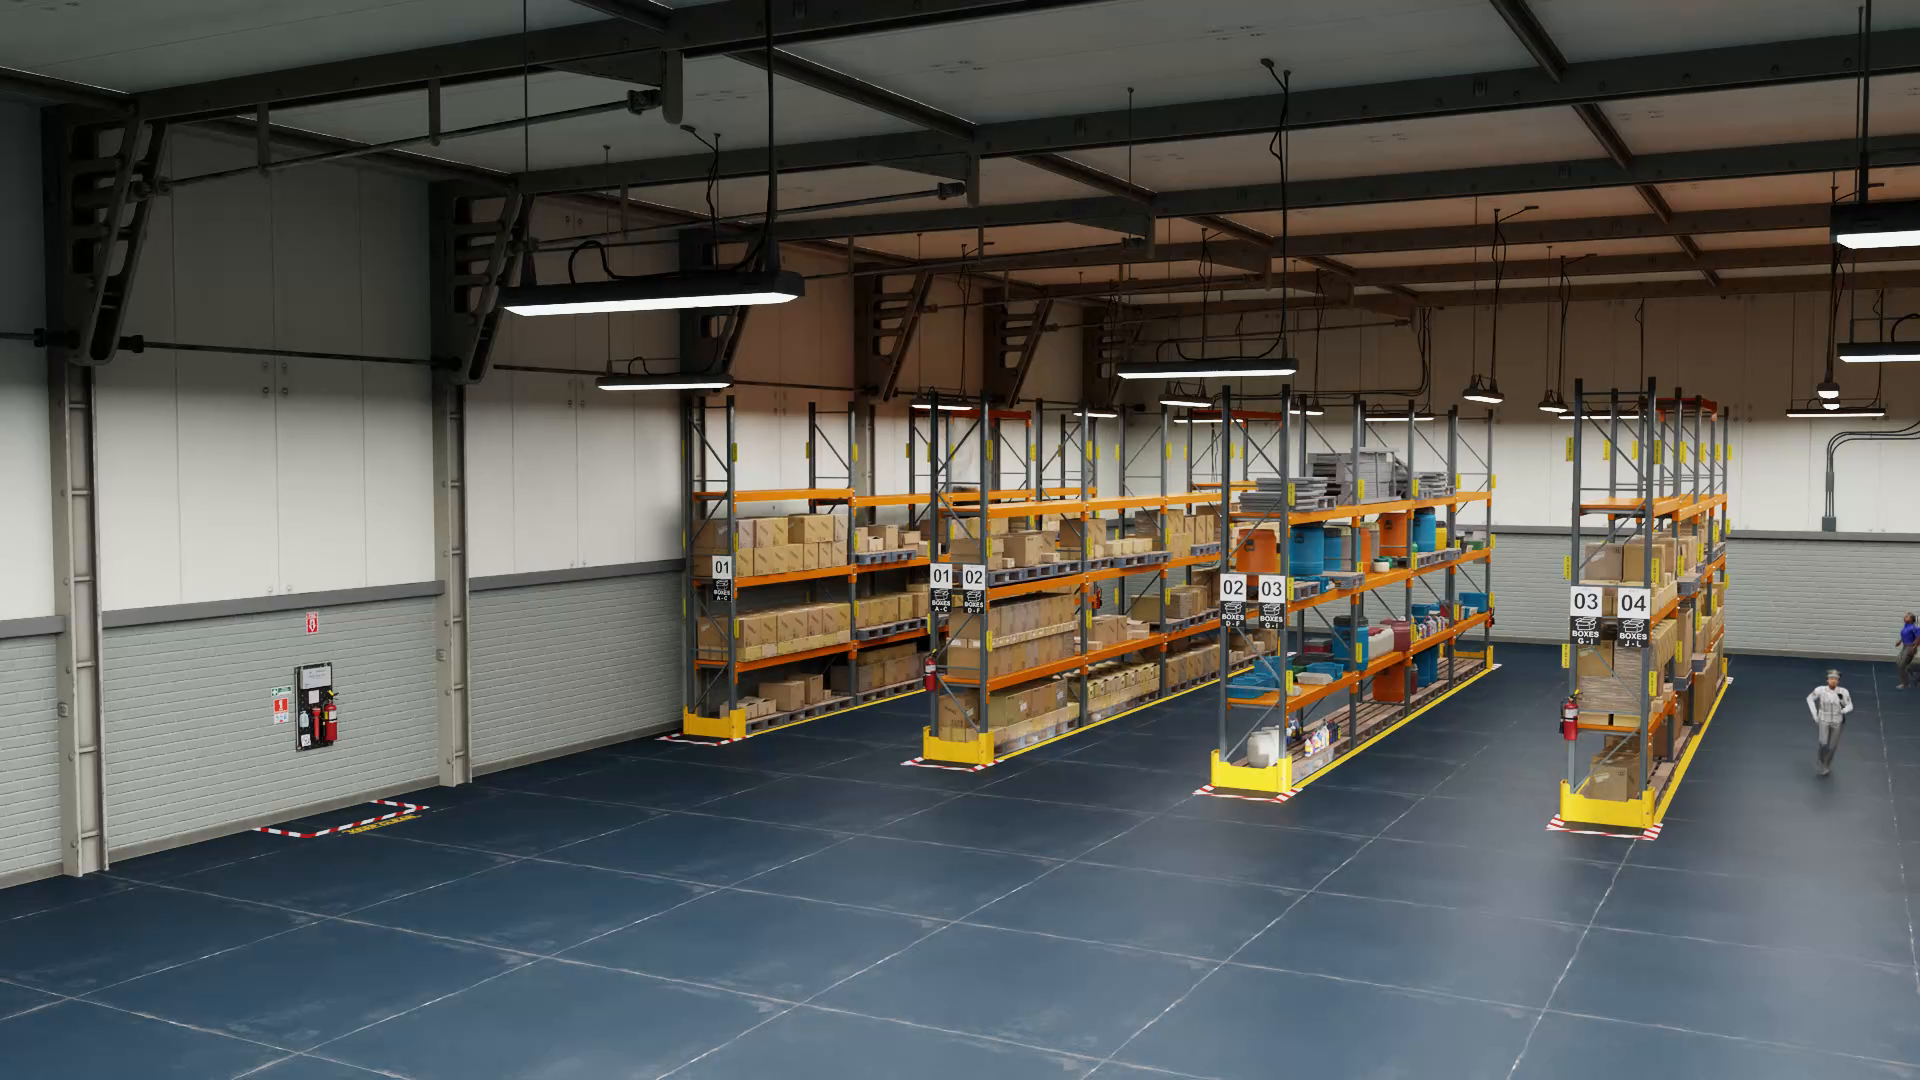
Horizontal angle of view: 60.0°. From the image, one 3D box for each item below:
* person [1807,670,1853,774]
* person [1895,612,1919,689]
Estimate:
[{"bbox_3d":[13.422,2.811,25.642,0.610,1.650,0.630,1,3,20],"label":"person"},{"bbox_3d":[20.177,2.351,35.278,0.605,1.635,0.616,1,3,10],"label":"person"}]
